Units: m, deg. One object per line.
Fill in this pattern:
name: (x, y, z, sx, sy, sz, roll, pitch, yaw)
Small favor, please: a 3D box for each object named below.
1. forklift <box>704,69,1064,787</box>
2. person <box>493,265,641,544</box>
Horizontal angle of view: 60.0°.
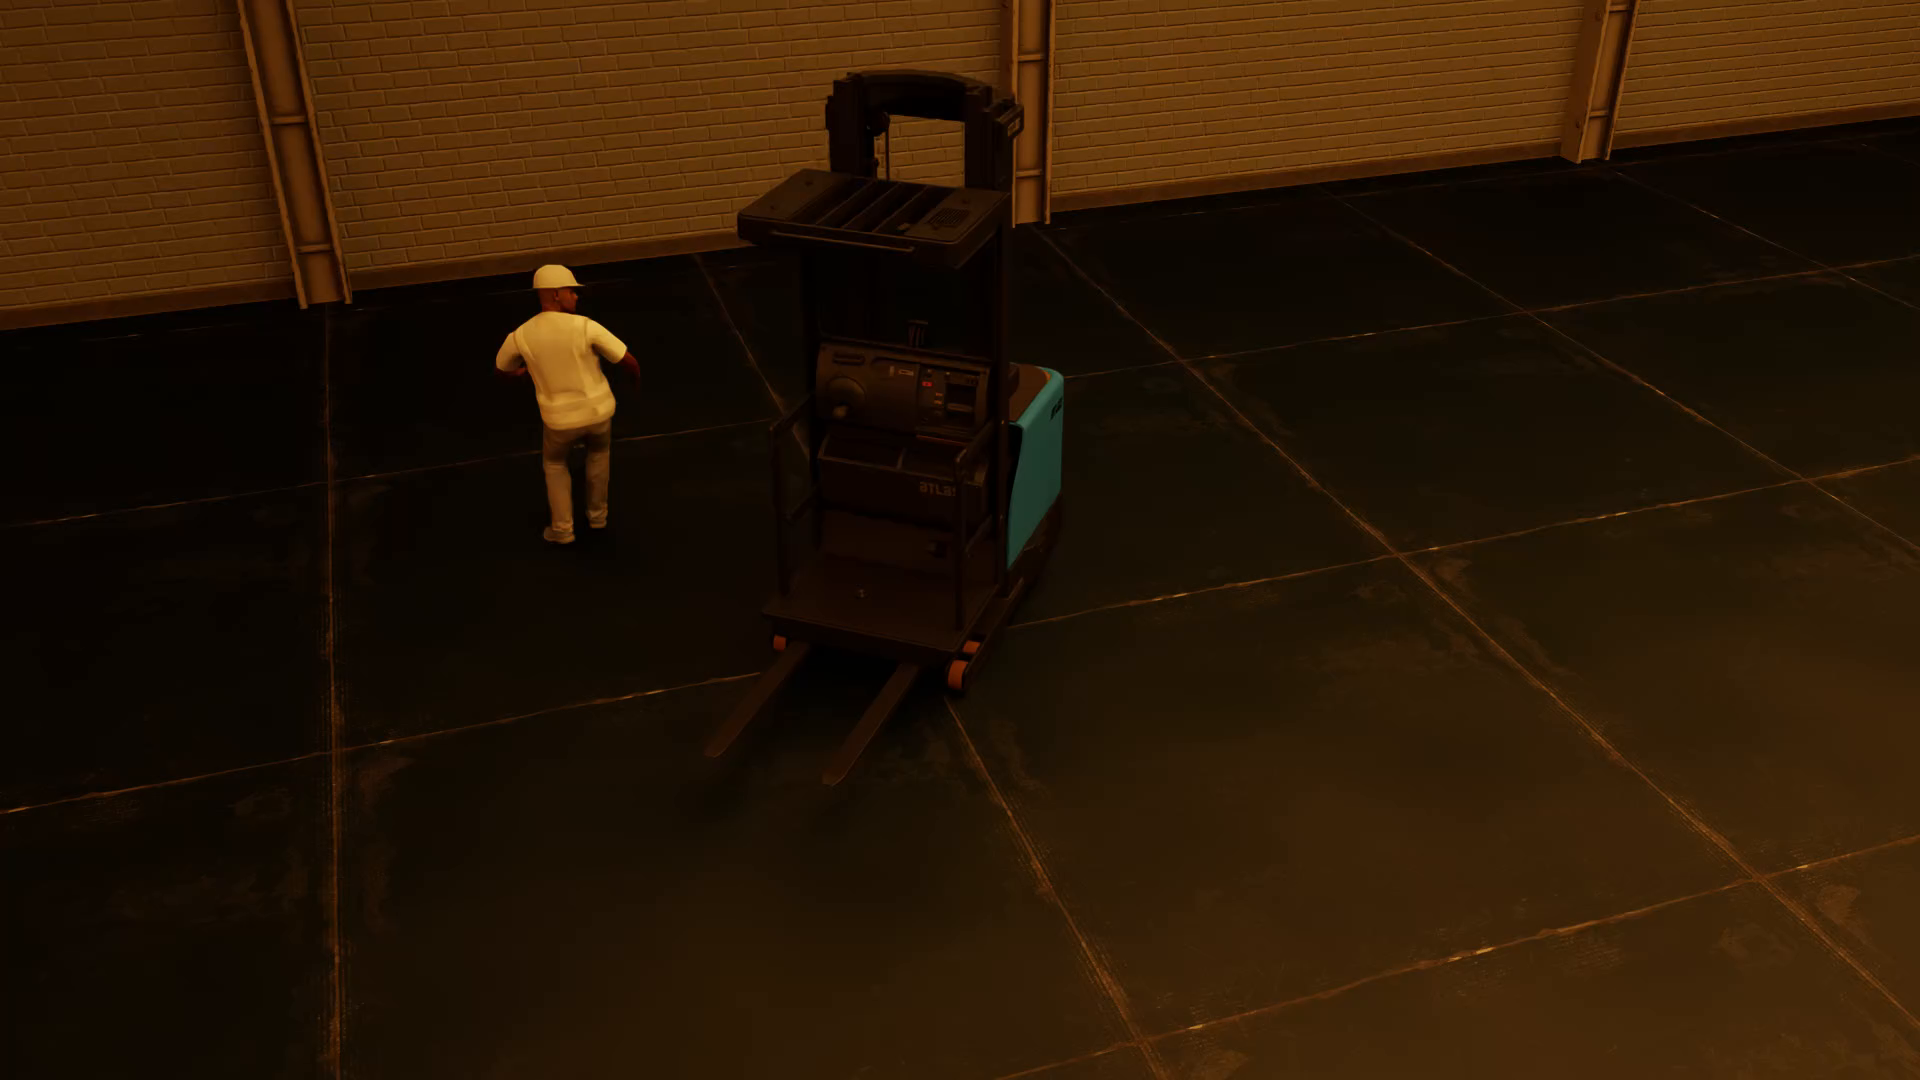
forklift: (-0.371, -0.715, 8.329, 1.130, 2.935, 3.031, 10, 32, 17)
person: (-2.288, -0.820, 9.786, 0.832, 1.693, 0.707, -6, 30, -10)
